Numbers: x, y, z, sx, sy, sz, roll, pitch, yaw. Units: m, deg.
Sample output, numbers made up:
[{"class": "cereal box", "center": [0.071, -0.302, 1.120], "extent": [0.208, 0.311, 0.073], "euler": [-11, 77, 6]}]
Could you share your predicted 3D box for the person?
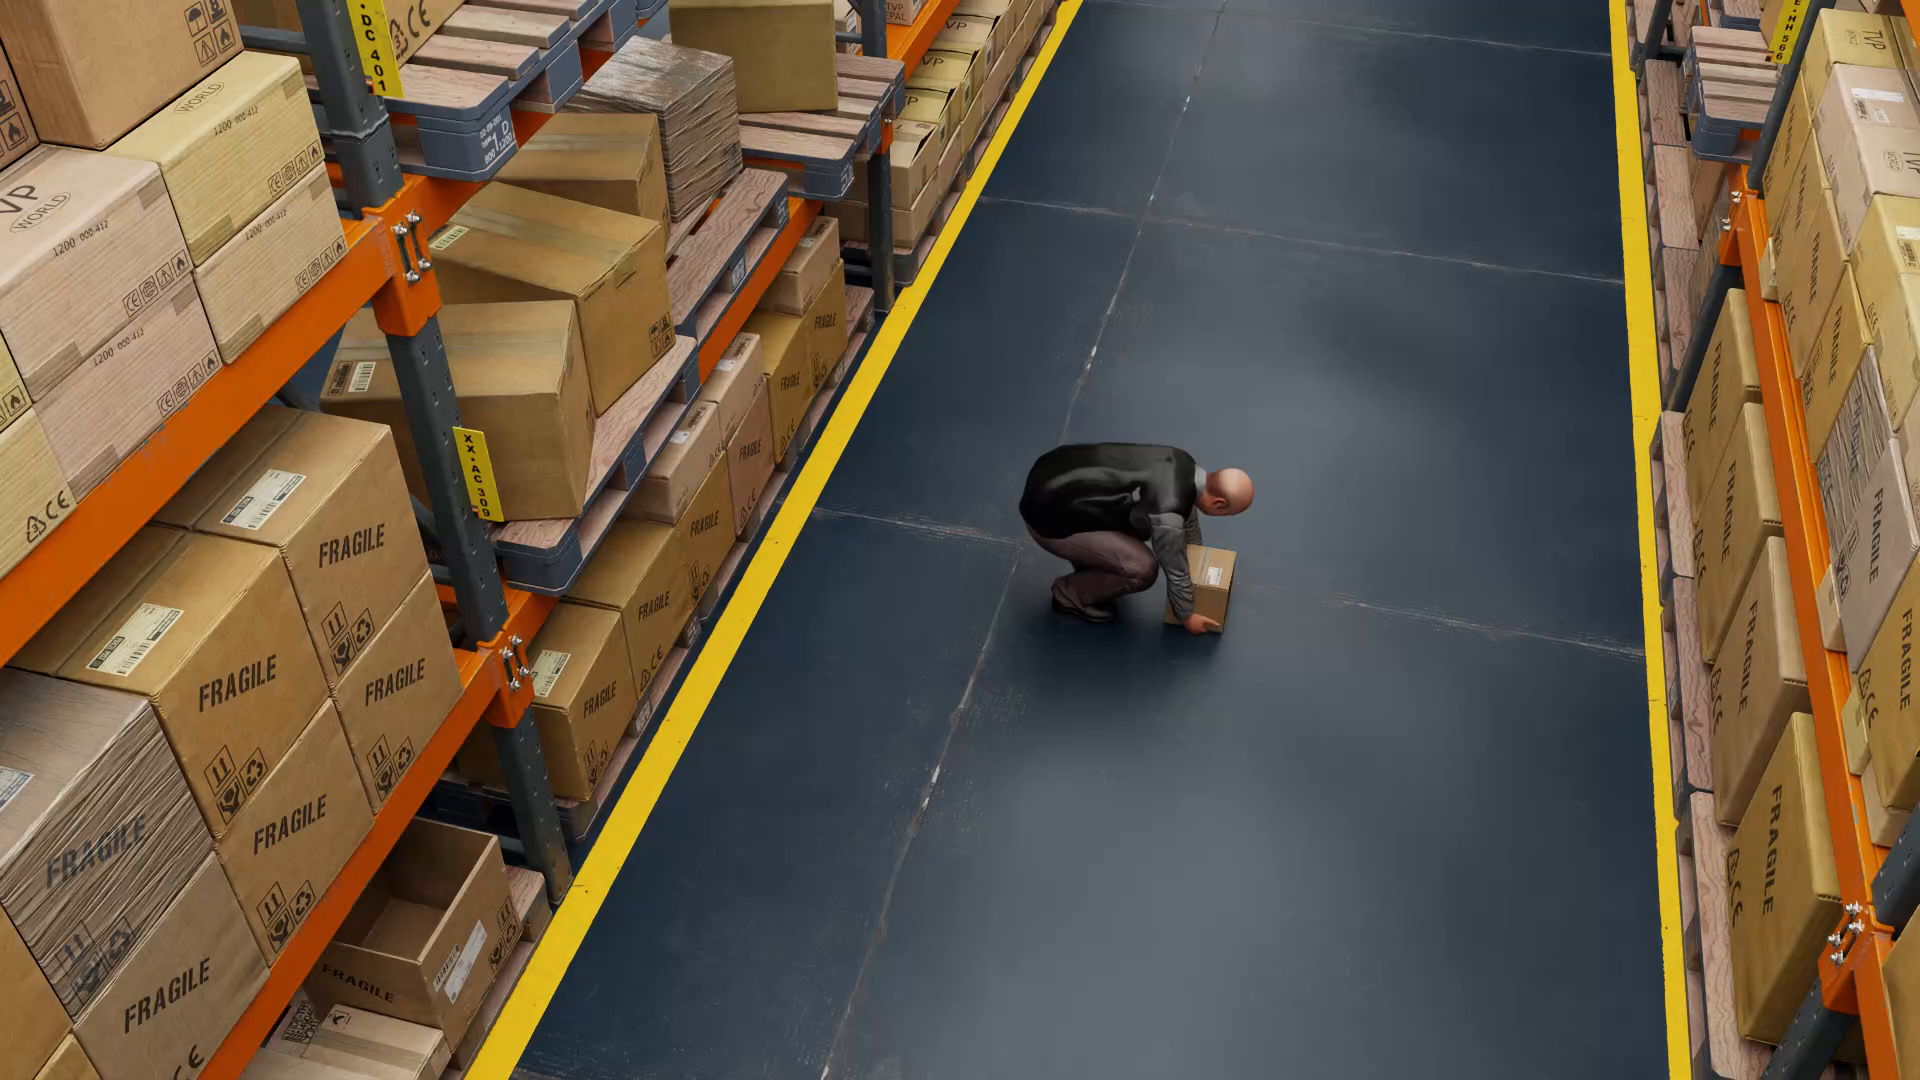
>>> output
[{"class": "person", "center": [0.726, -0.039, 6.963], "extent": [0.938, 0.791, 0.505], "euler": [9, 42, 10]}]
